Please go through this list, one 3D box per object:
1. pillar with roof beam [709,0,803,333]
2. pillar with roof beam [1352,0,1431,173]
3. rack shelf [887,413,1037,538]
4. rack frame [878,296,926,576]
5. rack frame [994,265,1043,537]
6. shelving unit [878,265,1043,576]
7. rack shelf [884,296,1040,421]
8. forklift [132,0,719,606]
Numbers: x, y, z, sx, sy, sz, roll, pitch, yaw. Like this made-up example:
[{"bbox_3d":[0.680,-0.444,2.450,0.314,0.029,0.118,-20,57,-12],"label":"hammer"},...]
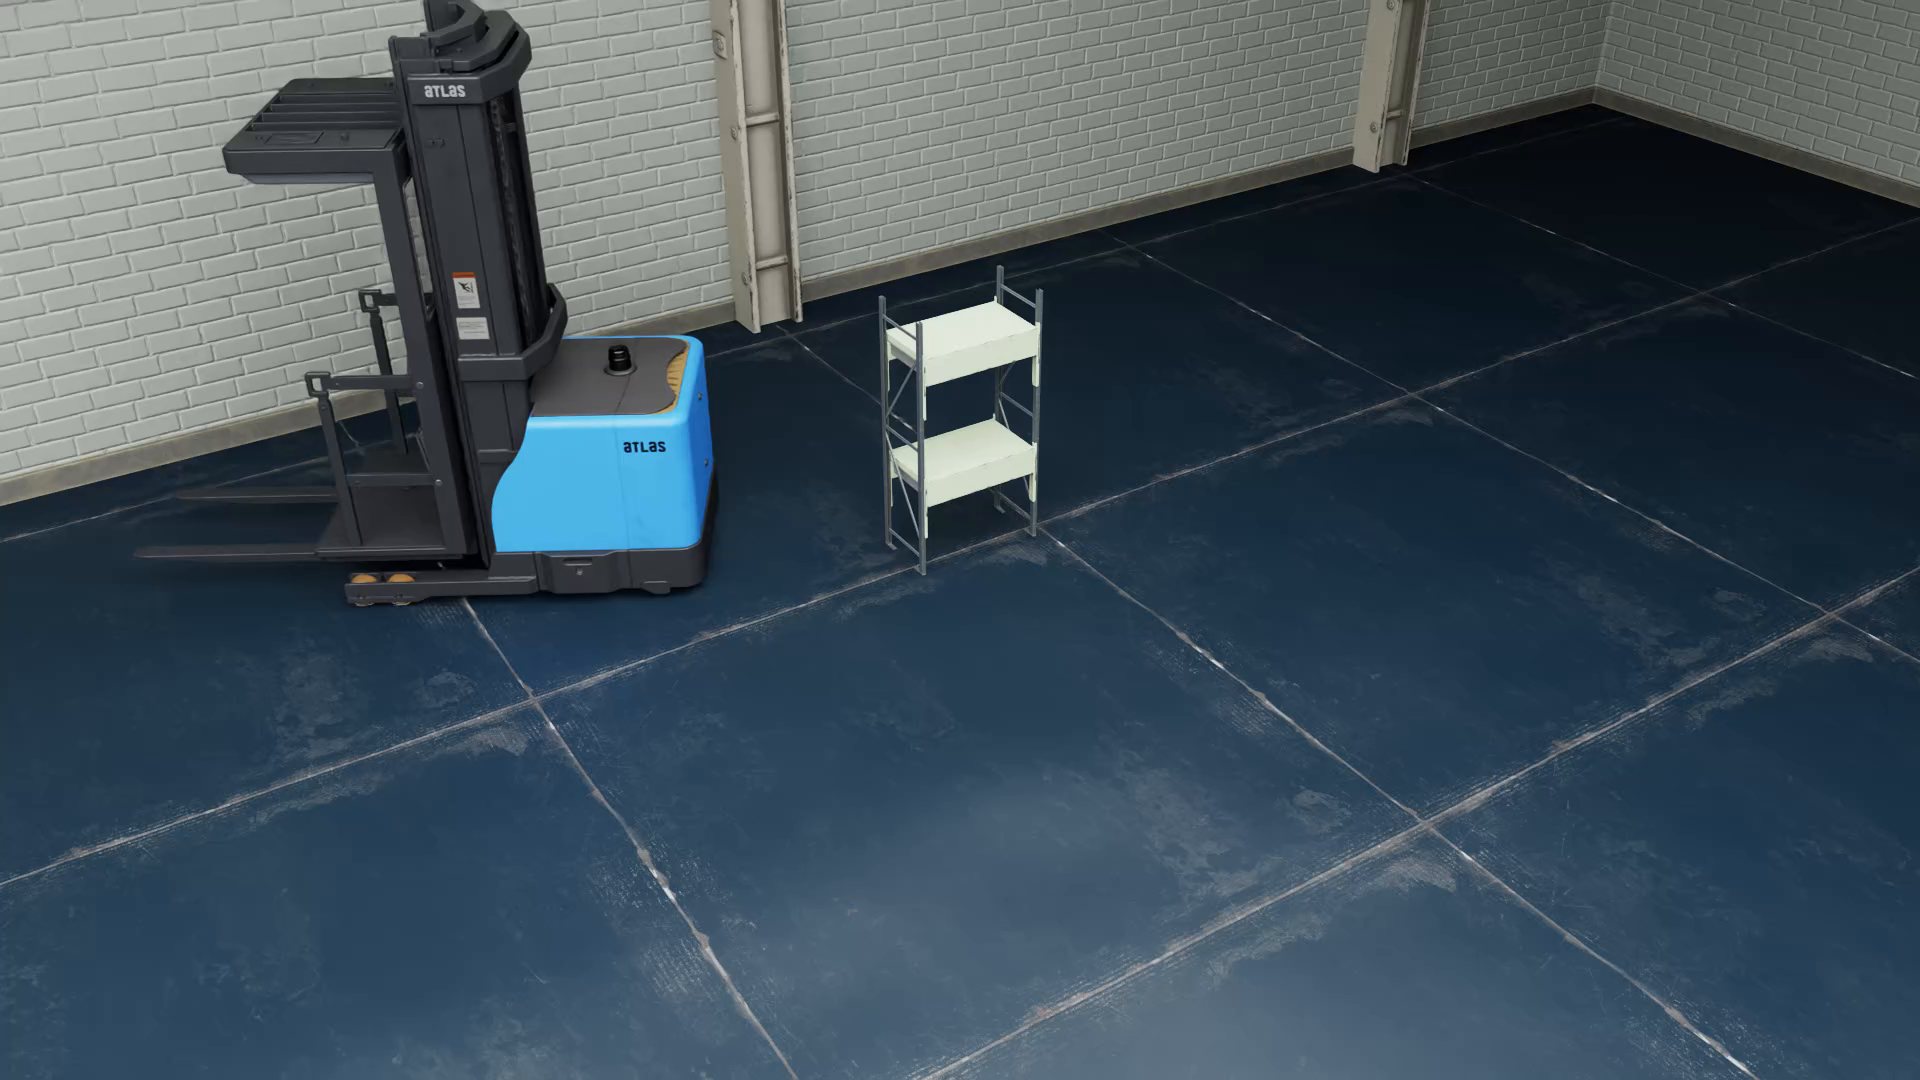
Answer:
[{"bbox_3d":[0.968,-3.451,6.408,0.400,9.000,9.100,-19,37,-27],"label":"pillar with roof beam"},{"bbox_3d":[6.011,-5.185,9.157,0.400,9.000,9.100,-19,37,-27],"label":"pillar with roof beam"},{"bbox_3d":[0.006,-0.361,9.148,0.720,0.370,0.431,-19,37,-27],"label":"rack shelf"},{"bbox_3d":[-0.302,-0.530,8.807,0.023,1.500,0.400,-19,37,-27],"label":"rack frame"},{"bbox_3d":[0.313,-0.742,9.142,0.023,1.500,0.400,-19,37,-27],"label":"rack frame"},{"bbox_3d":[0.006,-0.636,8.974,0.755,1.500,0.431,-19,37,-27],"label":"shelving unit"},{"bbox_3d":[0.006,-0.966,8.766,0.720,0.370,0.431,-19,37,-27],"label":"rack shelf"},{"bbox_3d":[-2.895,-1.177,8.490,3.031,2.935,1.130,-1,32,-2],"label":"forklift"}]
